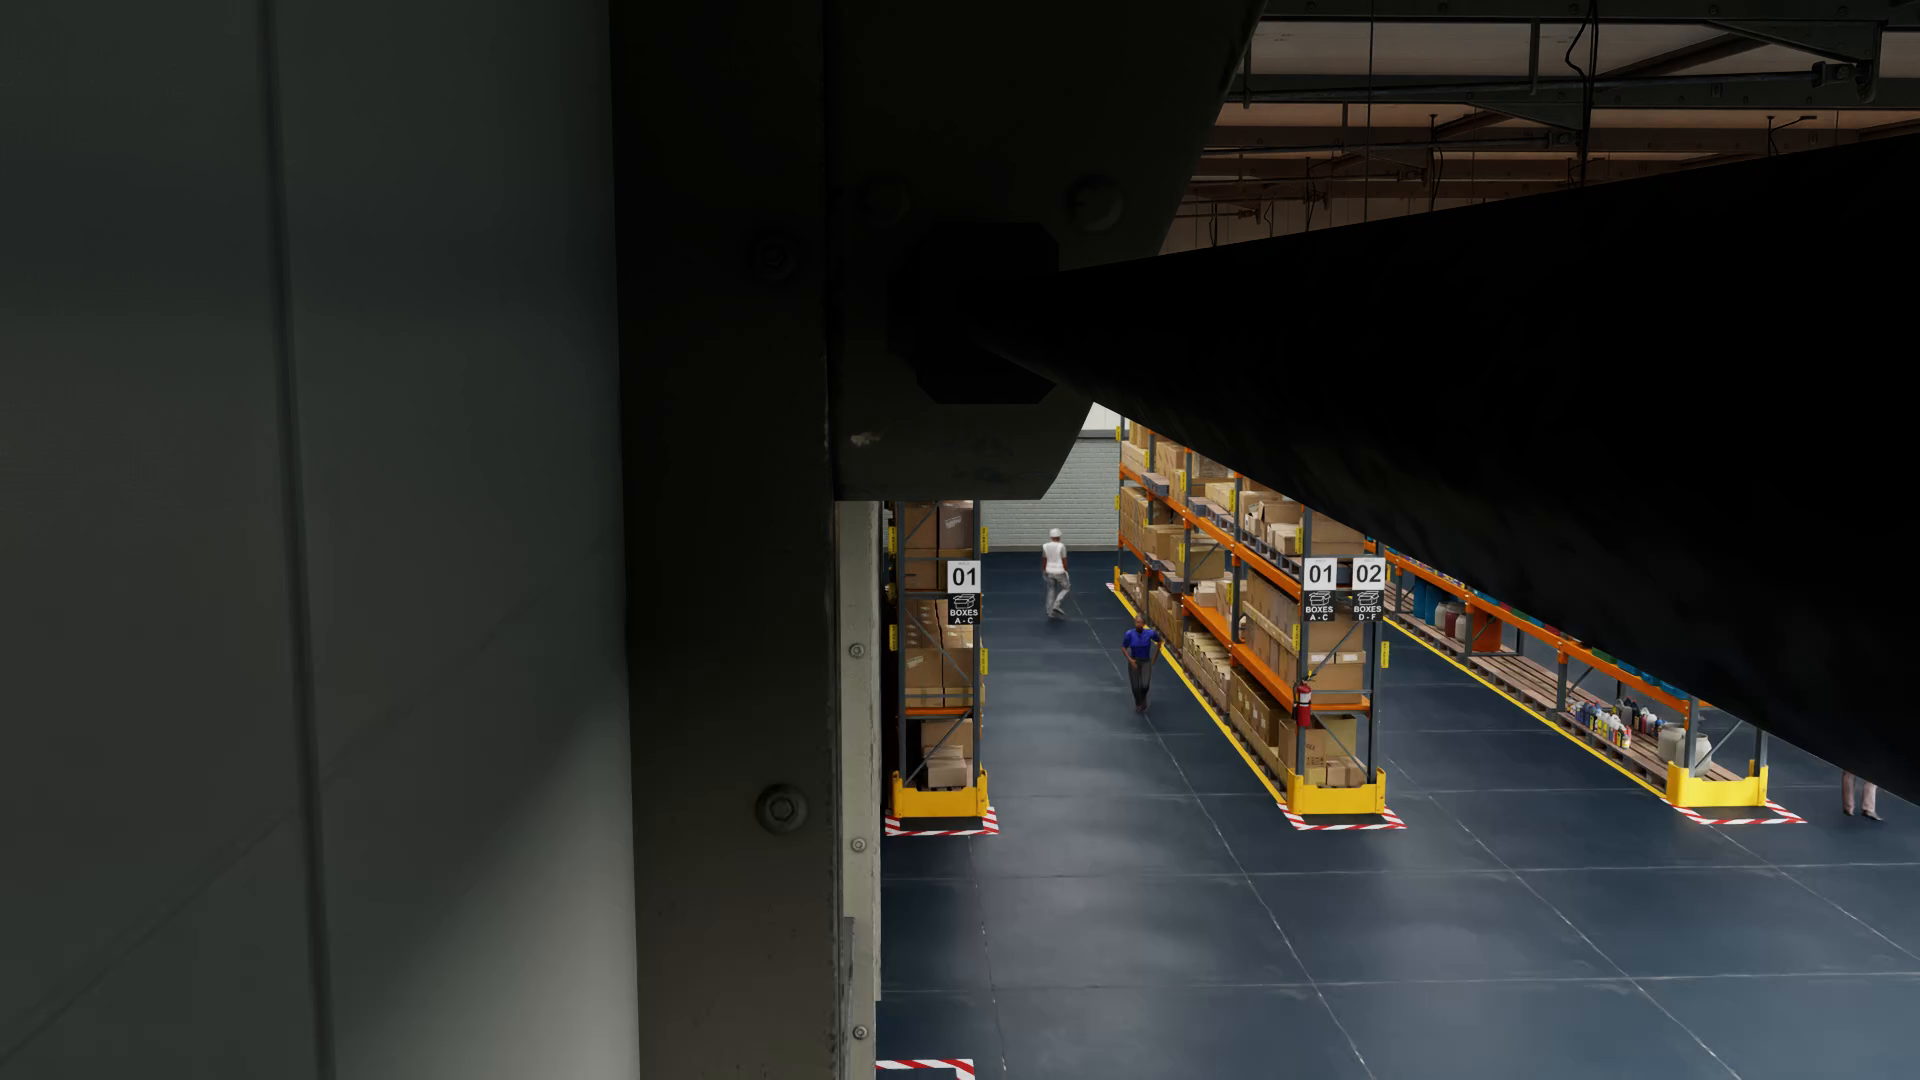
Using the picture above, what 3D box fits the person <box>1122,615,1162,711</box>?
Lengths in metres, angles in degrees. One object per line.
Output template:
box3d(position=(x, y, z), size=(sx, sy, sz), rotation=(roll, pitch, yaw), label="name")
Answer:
box3d(position=(2.792, 1.901, 25.528), size=(0.617, 1.559, 0.741), rotation=(1, 8, 7), label="person")

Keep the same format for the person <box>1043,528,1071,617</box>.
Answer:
box3d(position=(1.898, 0.656, 33.266), size=(0.584, 1.785, 0.476), rotation=(6, 10, 36), label="person")

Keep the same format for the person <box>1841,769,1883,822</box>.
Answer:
box3d(position=(11.079, 2.568, 20.455), size=(0.610, 1.753, 0.469), rotation=(6, 10, 35), label="person")

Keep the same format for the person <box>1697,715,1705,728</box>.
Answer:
box3d(position=(11.078, 1.895, 24.897), size=(0.622, 1.860, 0.506), rotation=(-2, 9, -16), label="person")
